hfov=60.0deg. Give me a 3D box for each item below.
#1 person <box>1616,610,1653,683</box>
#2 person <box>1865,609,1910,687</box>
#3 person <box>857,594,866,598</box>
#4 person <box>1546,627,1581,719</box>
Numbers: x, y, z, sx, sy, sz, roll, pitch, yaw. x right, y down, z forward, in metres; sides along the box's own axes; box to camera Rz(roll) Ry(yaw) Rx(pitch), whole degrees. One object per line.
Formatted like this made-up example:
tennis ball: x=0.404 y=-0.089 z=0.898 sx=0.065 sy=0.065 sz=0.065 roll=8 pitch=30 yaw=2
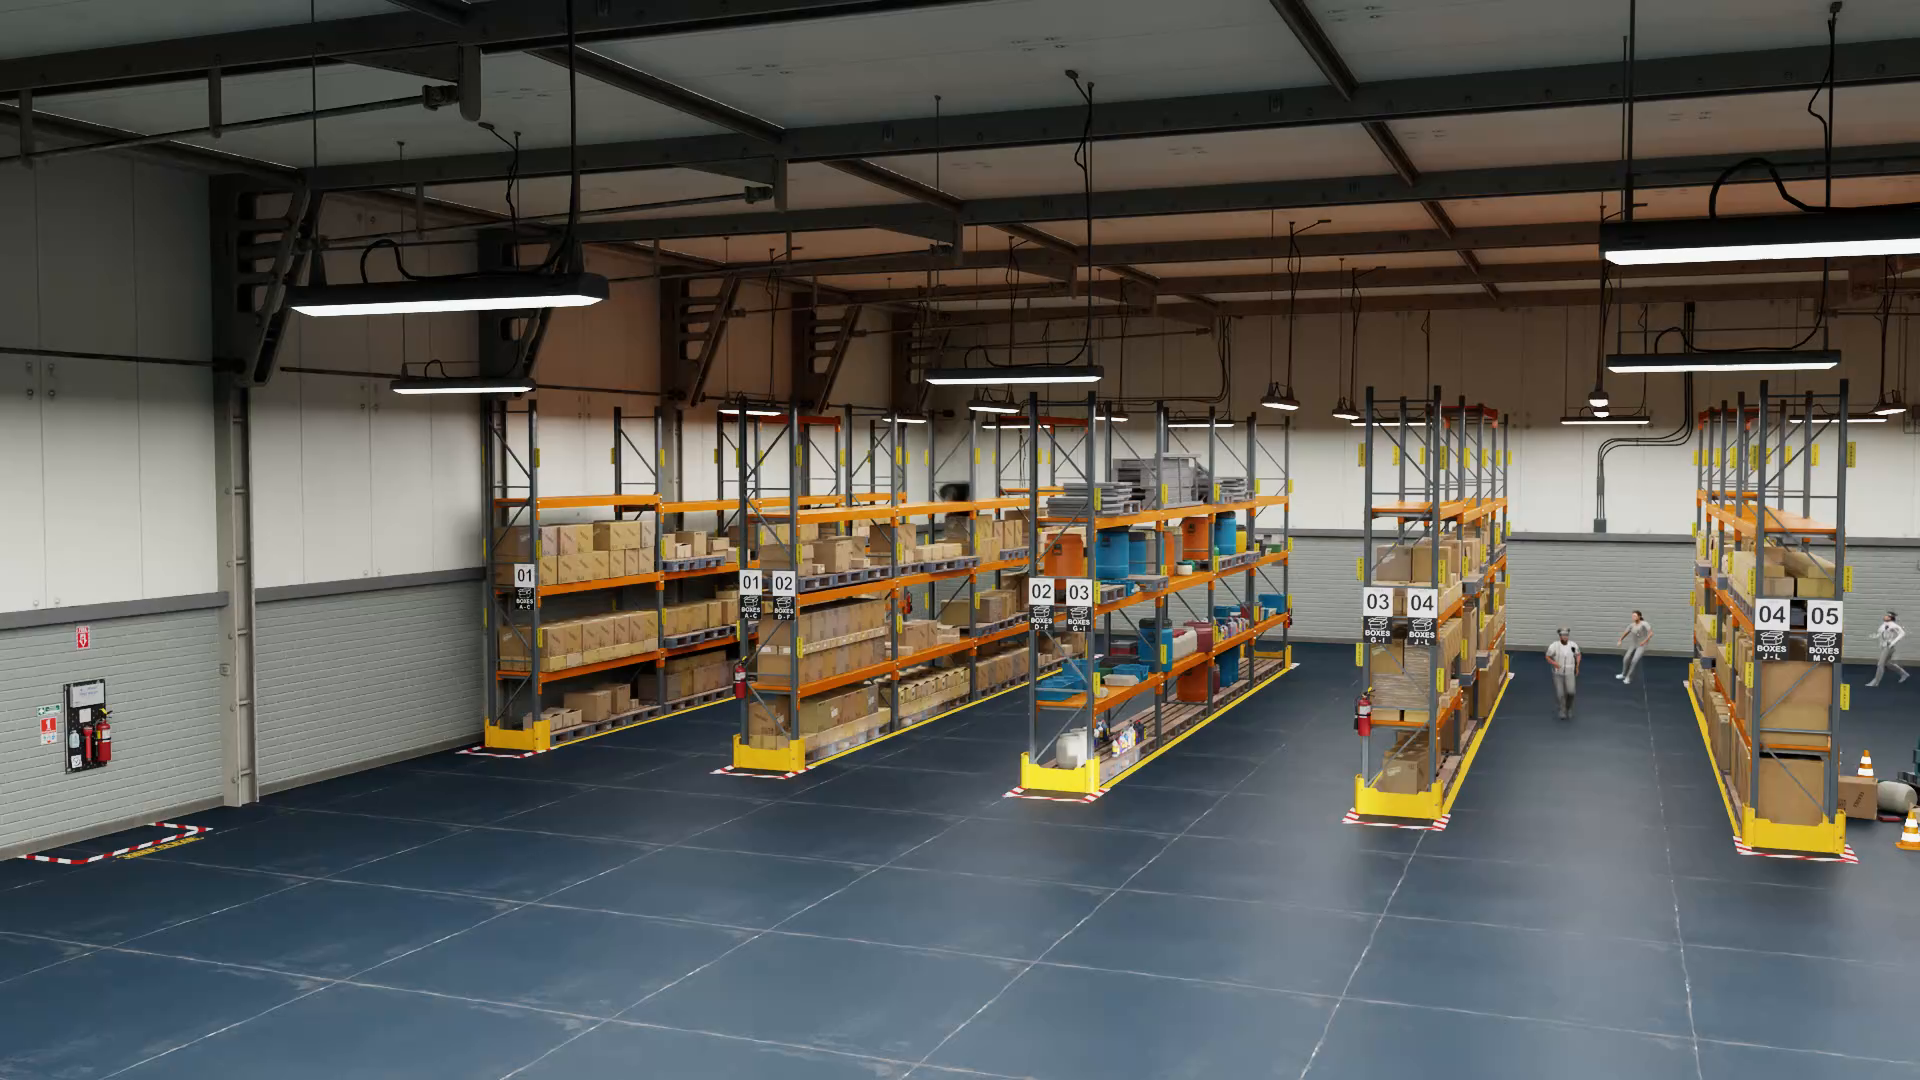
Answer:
person: x=14.982 y=2.369 z=37.098 sx=0.650 sy=1.610 sz=0.851 roll=-2 pitch=3 yaw=-36
person: x=20.217 y=2.359 z=36.206 sx=0.922 sy=1.689 sz=0.614 roll=0 pitch=3 yaw=9
person: x=-2.125 y=2.050 z=35.643 sx=0.693 sy=1.787 sz=0.885 roll=1 pitch=3 yaw=17
person: x=11.585 y=2.562 z=31.905 sx=0.660 sy=1.771 sz=0.649 roll=1 pitch=3 yaw=15
